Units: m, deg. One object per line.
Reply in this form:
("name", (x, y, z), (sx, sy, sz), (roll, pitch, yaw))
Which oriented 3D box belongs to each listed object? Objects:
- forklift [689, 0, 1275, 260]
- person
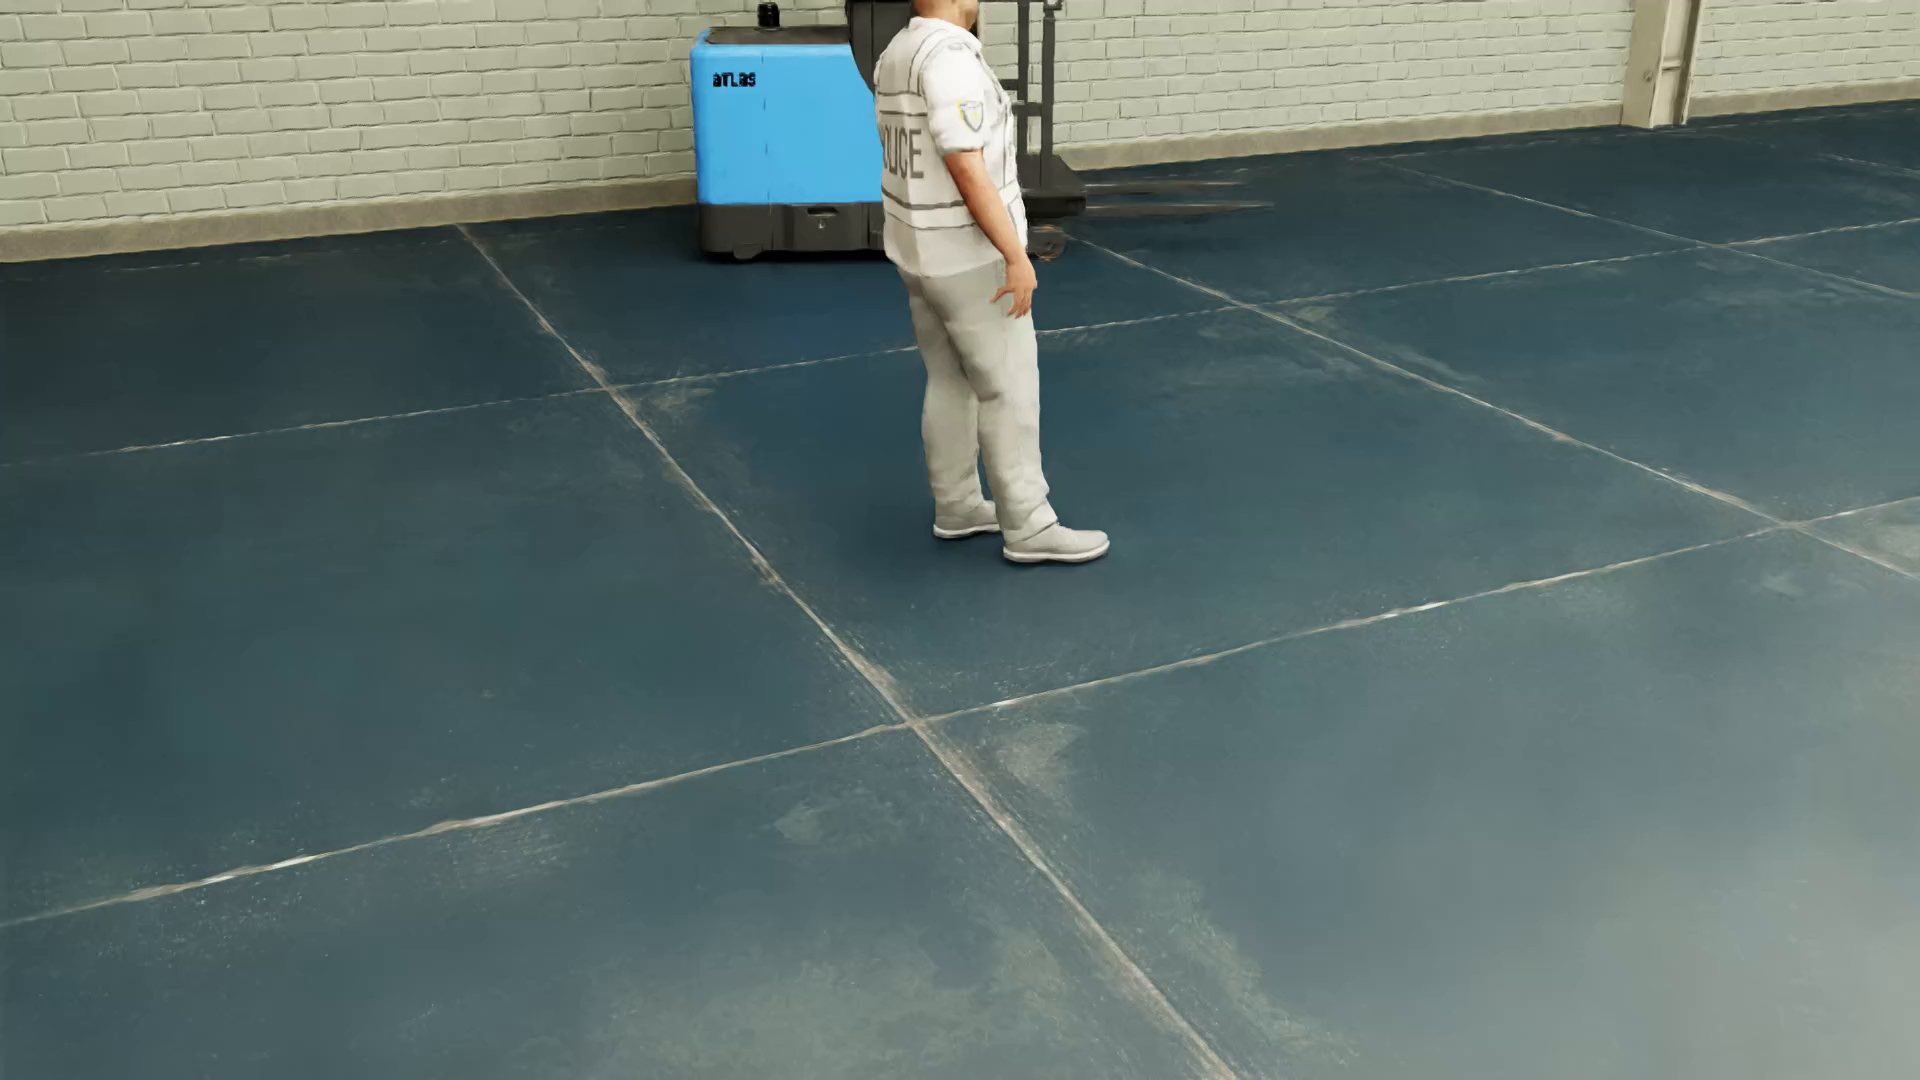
("forklift", (0.130, -2.999, 8.505), (3.031, 2.935, 1.130), (-2, 23, -5))
("person", (0.076, -0.839, 4.782), (0.574, 1.781, 0.640), (-10, 25, -23))
